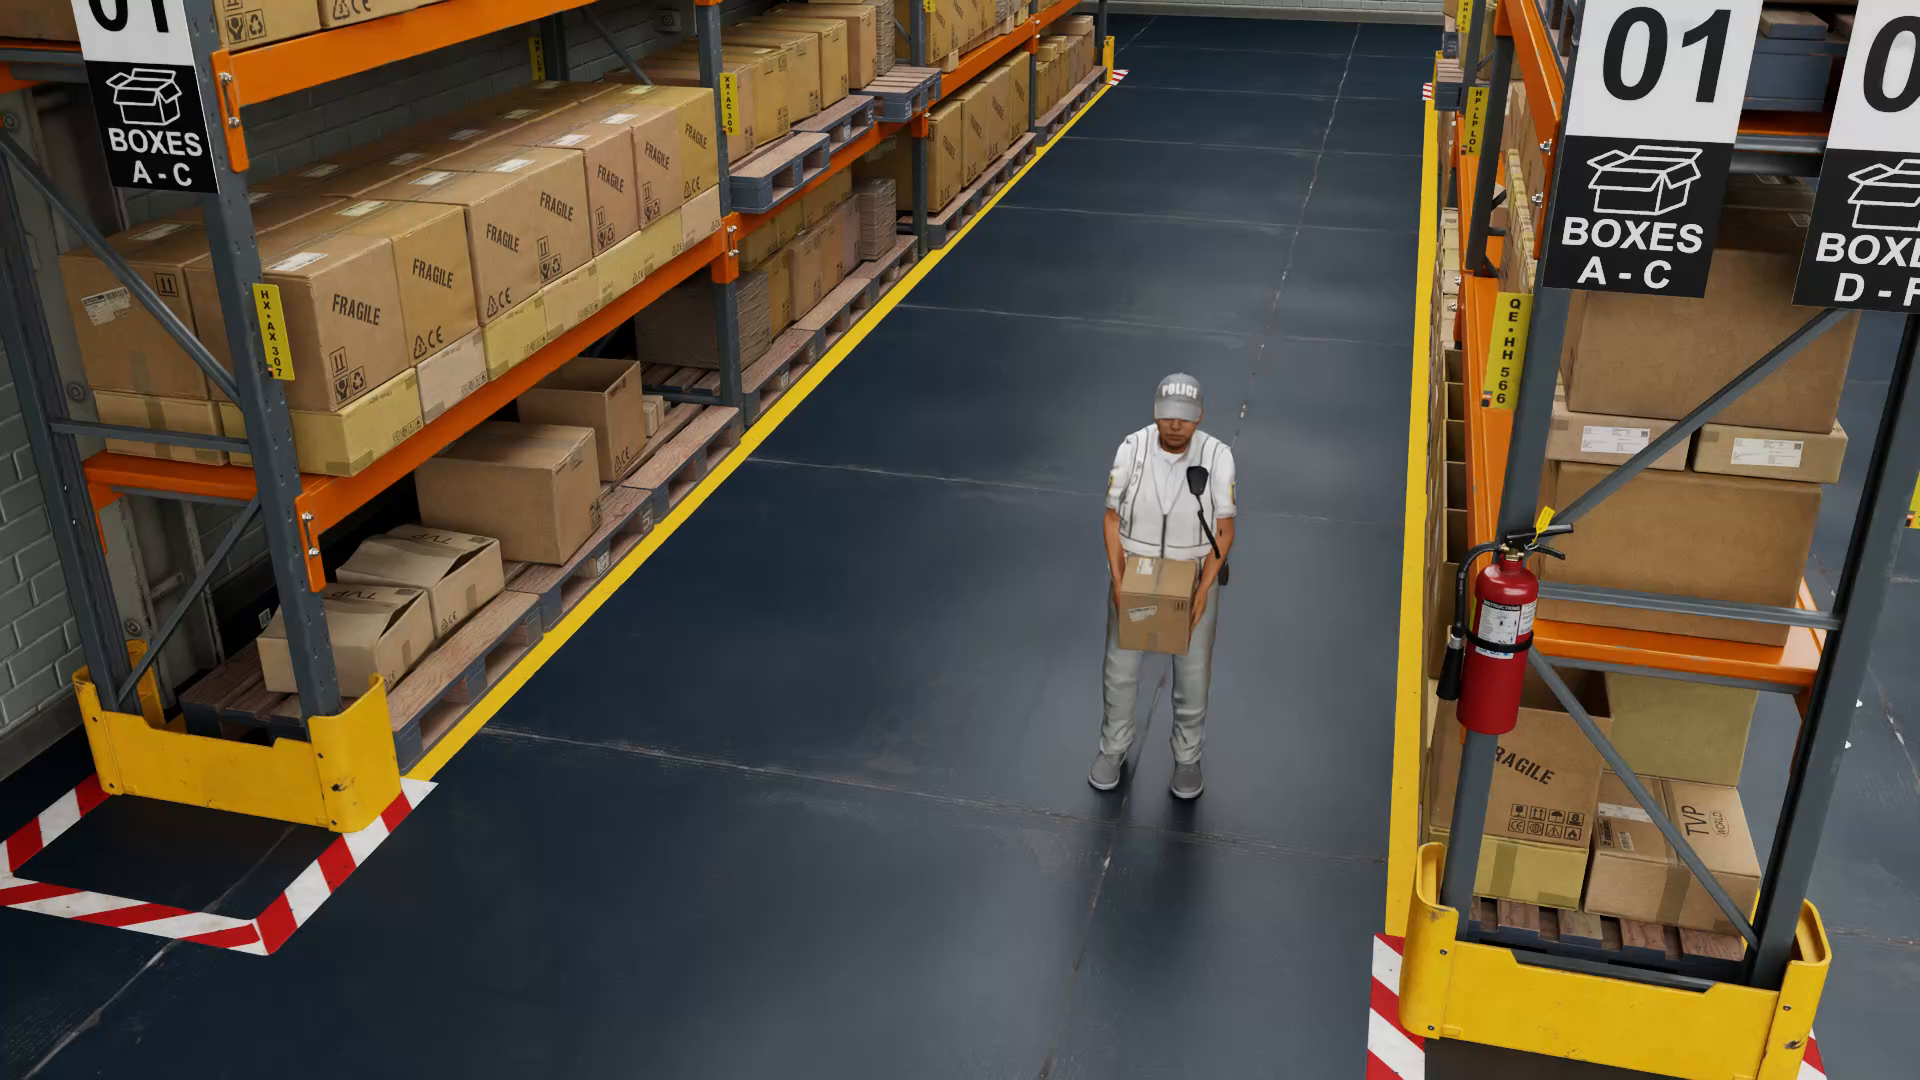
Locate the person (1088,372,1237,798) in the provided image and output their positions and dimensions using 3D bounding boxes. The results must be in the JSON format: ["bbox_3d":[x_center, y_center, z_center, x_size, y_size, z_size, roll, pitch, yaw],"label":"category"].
[{"bbox_3d":[0.762,0.182,6.216,0.493,1.671,0.491,5,26,11],"label":"person"}]
